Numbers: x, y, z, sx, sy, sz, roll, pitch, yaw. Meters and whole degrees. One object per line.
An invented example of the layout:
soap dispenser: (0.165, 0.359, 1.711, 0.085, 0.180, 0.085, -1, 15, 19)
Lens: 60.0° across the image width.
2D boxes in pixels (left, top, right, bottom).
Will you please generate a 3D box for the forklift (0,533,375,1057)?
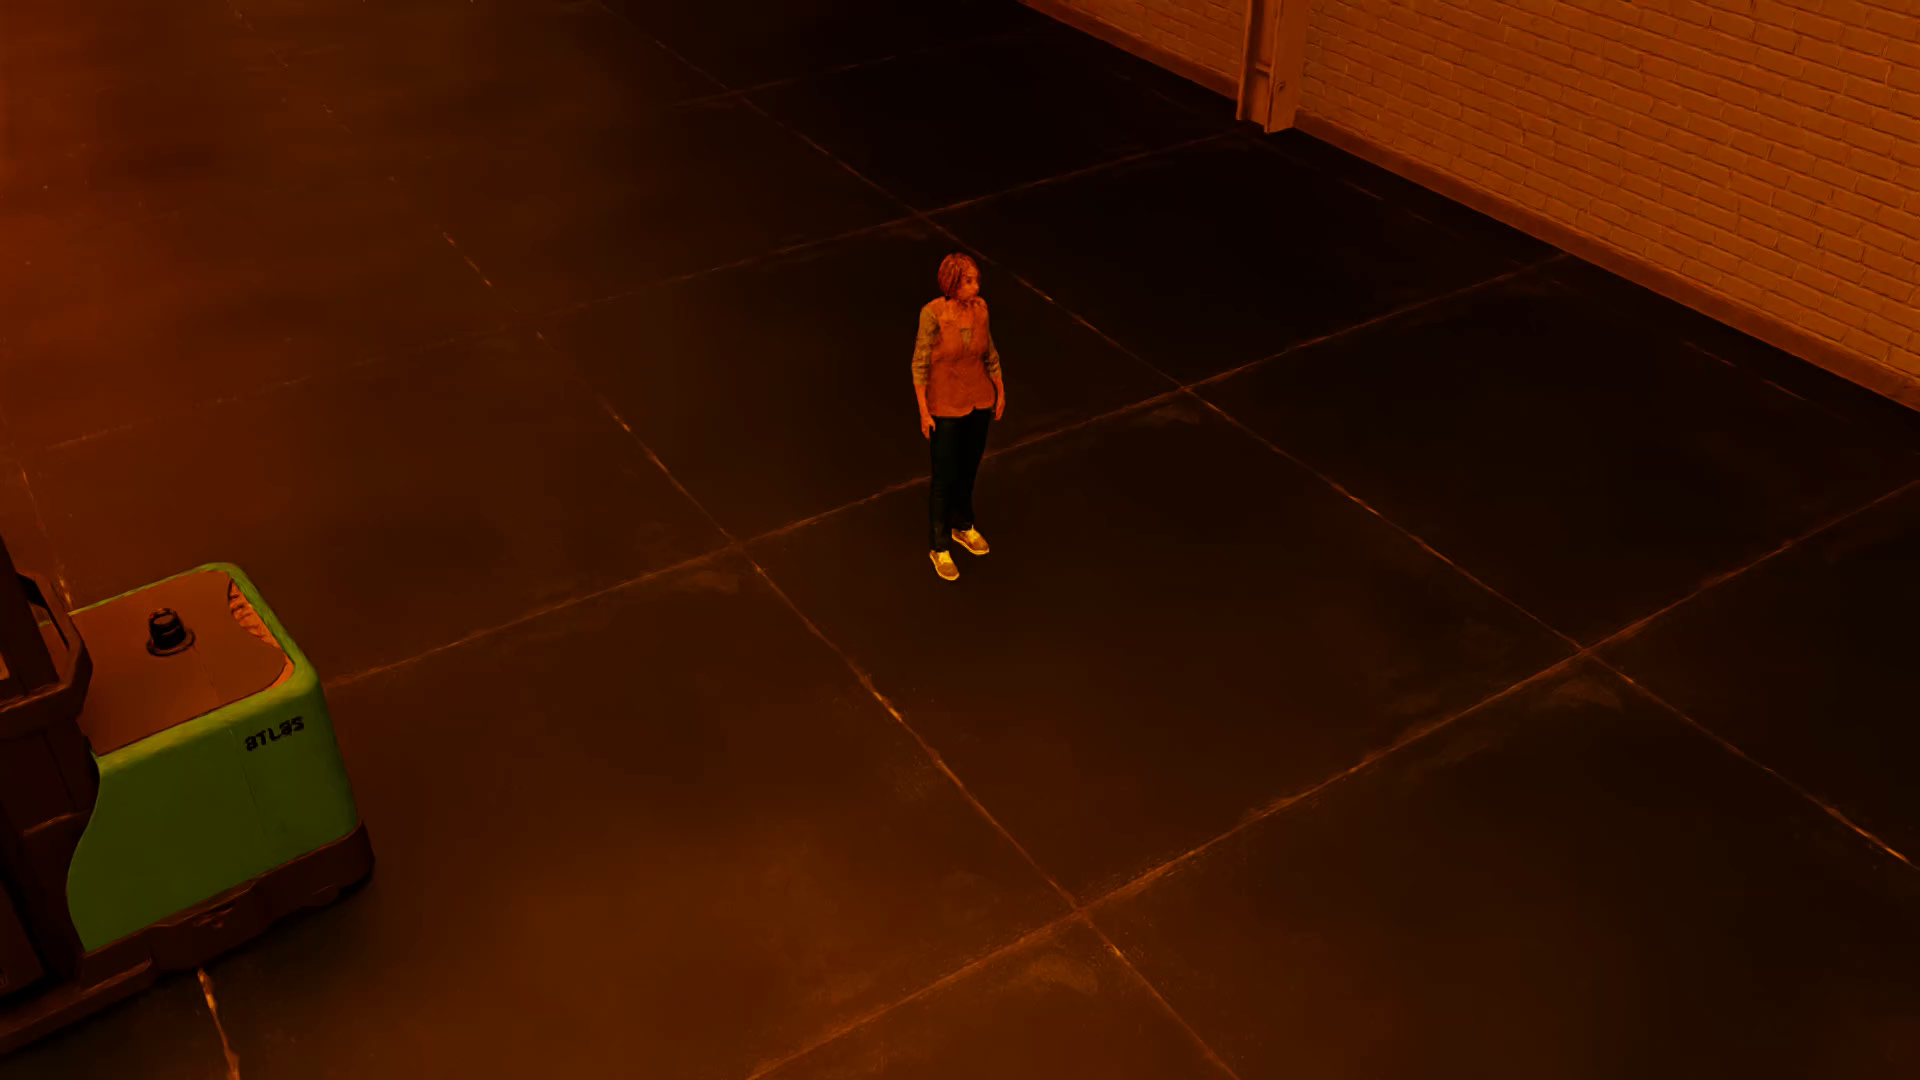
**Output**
forklift: (-3.837, 0.481, 5.463, 3.031, 2.935, 1.130, -24, 42, -30)

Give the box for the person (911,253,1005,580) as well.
person: (0.029, -0.613, 8.181, 0.520, 1.583, 0.474, -21, 40, -27)
